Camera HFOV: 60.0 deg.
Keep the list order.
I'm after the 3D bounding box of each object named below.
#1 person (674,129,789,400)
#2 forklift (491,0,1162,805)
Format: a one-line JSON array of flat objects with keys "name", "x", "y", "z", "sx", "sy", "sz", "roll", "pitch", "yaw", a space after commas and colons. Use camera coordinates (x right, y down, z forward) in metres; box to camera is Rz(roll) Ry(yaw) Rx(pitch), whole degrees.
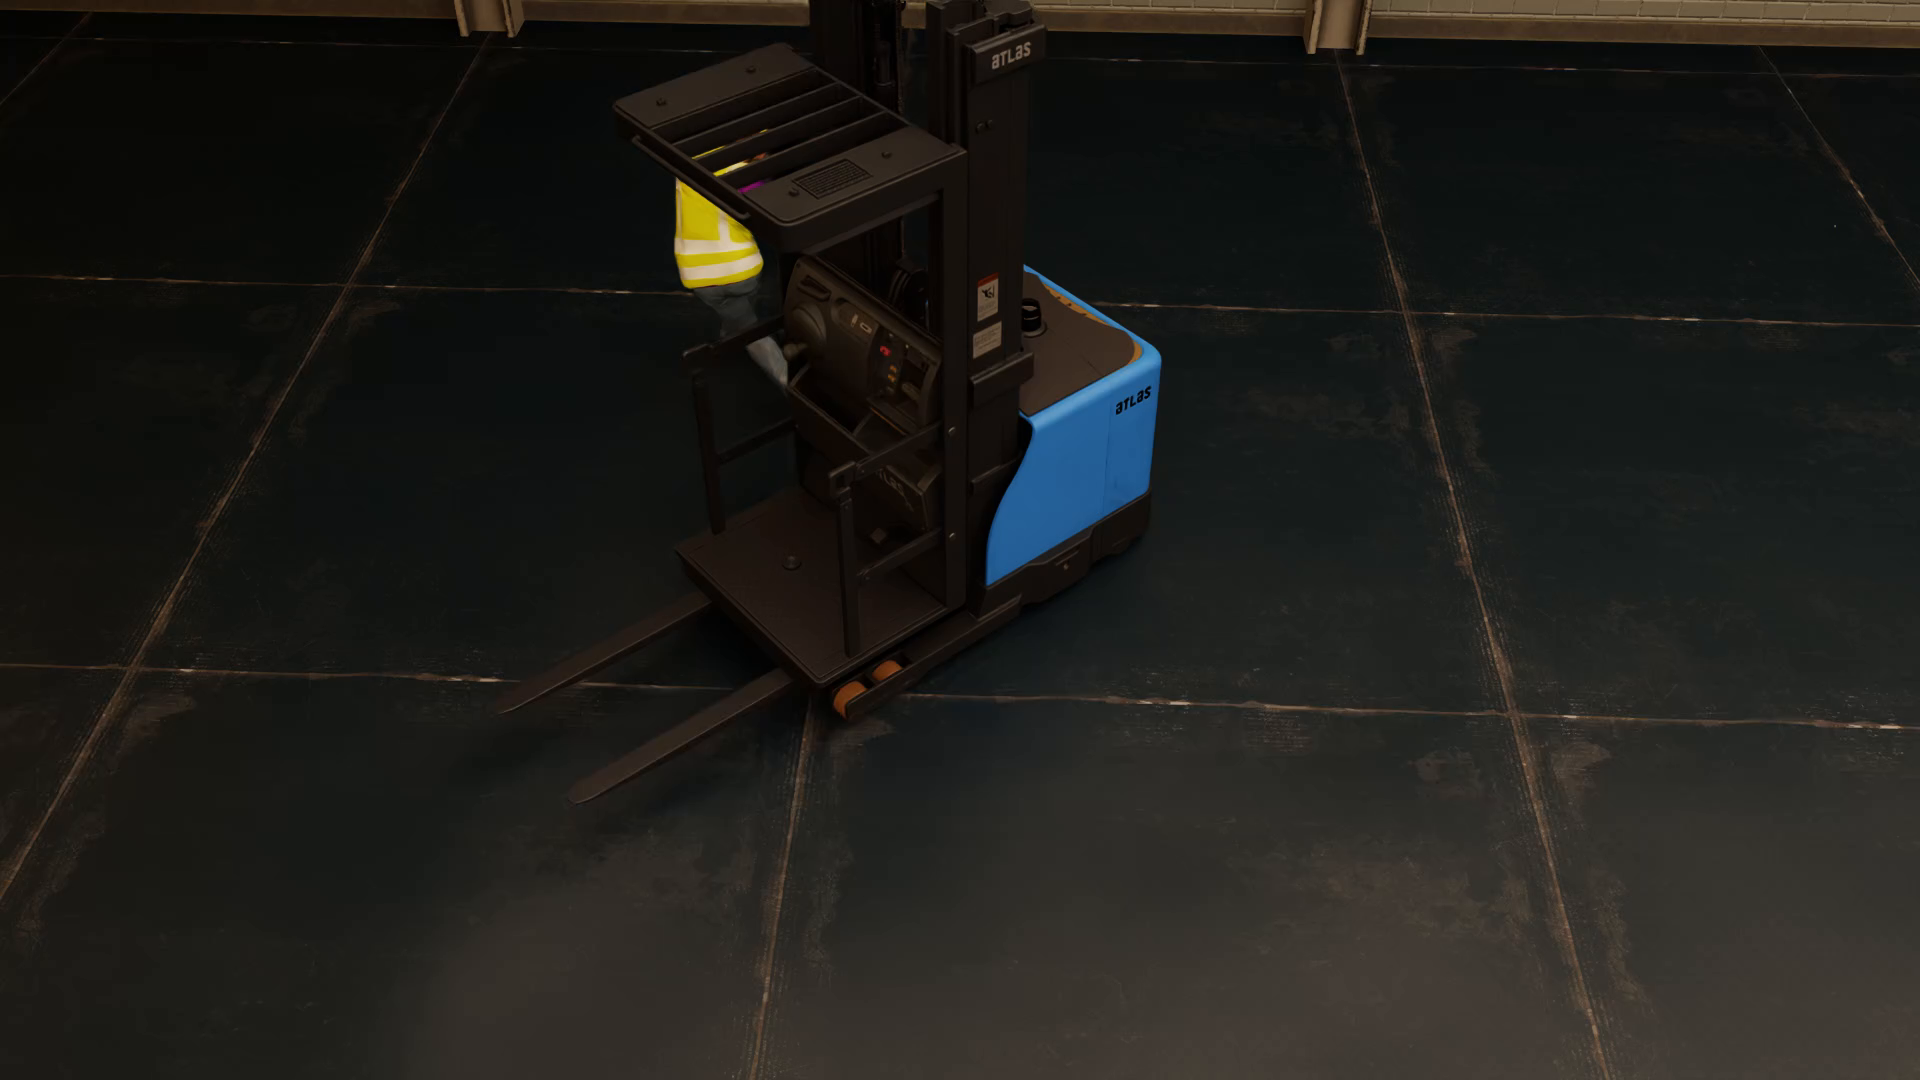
[{"name": "person", "x": -0.957, "y": -1.515, "z": 8.467, "sx": 0.980, "sy": 1.546, "sz": 1.116, "roll": 6, "pitch": 43, "yaw": 7}, {"name": "forklift", "x": -0.558, "y": -0.718, "z": 6.529, "sx": 3.031, "sy": 2.935, "sz": 1.130, "roll": -30, "pitch": 50, "yaw": -28}]
